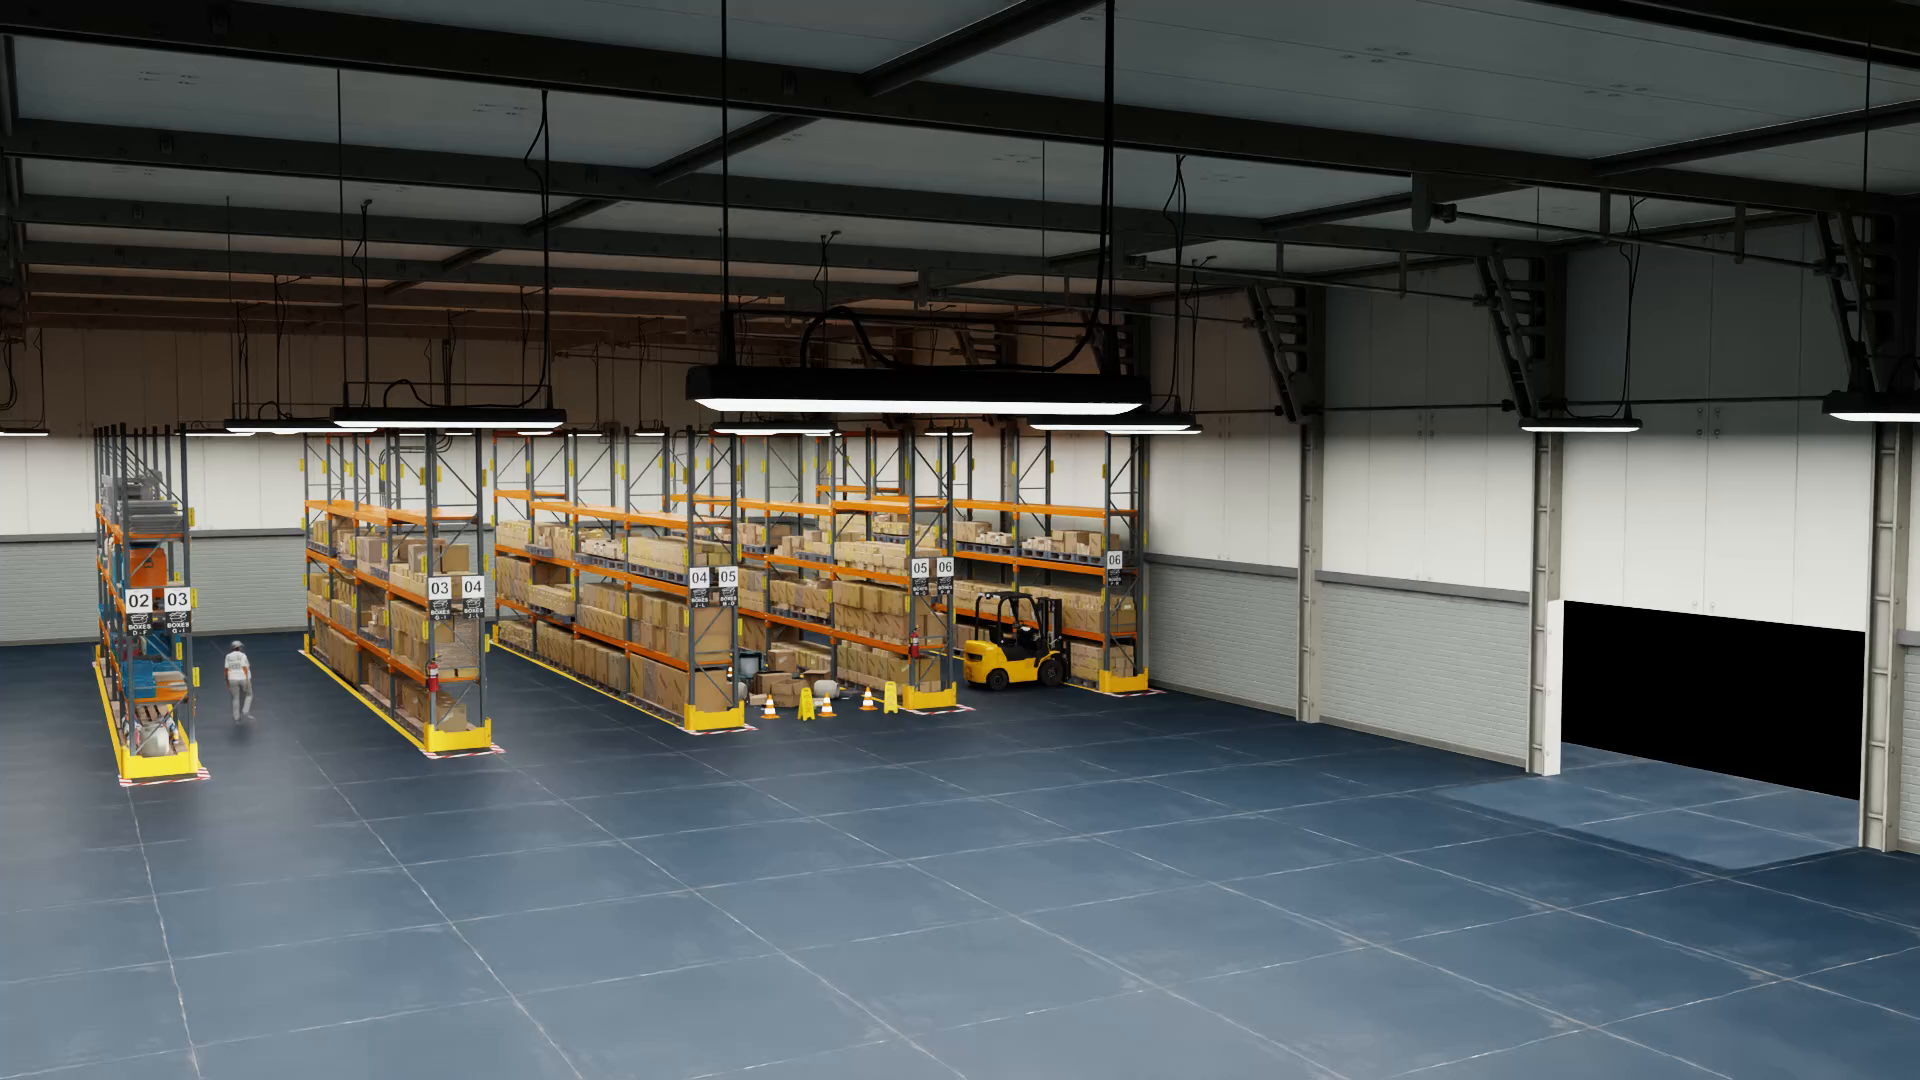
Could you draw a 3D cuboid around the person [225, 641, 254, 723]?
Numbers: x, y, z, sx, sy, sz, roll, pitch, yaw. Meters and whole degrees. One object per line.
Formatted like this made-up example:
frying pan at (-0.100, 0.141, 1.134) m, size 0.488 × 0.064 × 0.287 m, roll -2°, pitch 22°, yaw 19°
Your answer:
person at (-14.538, 2.858, 33.541) m, size 0.536 × 1.650 × 0.489 m, roll -1°, pitch 4°, yaw -15°
